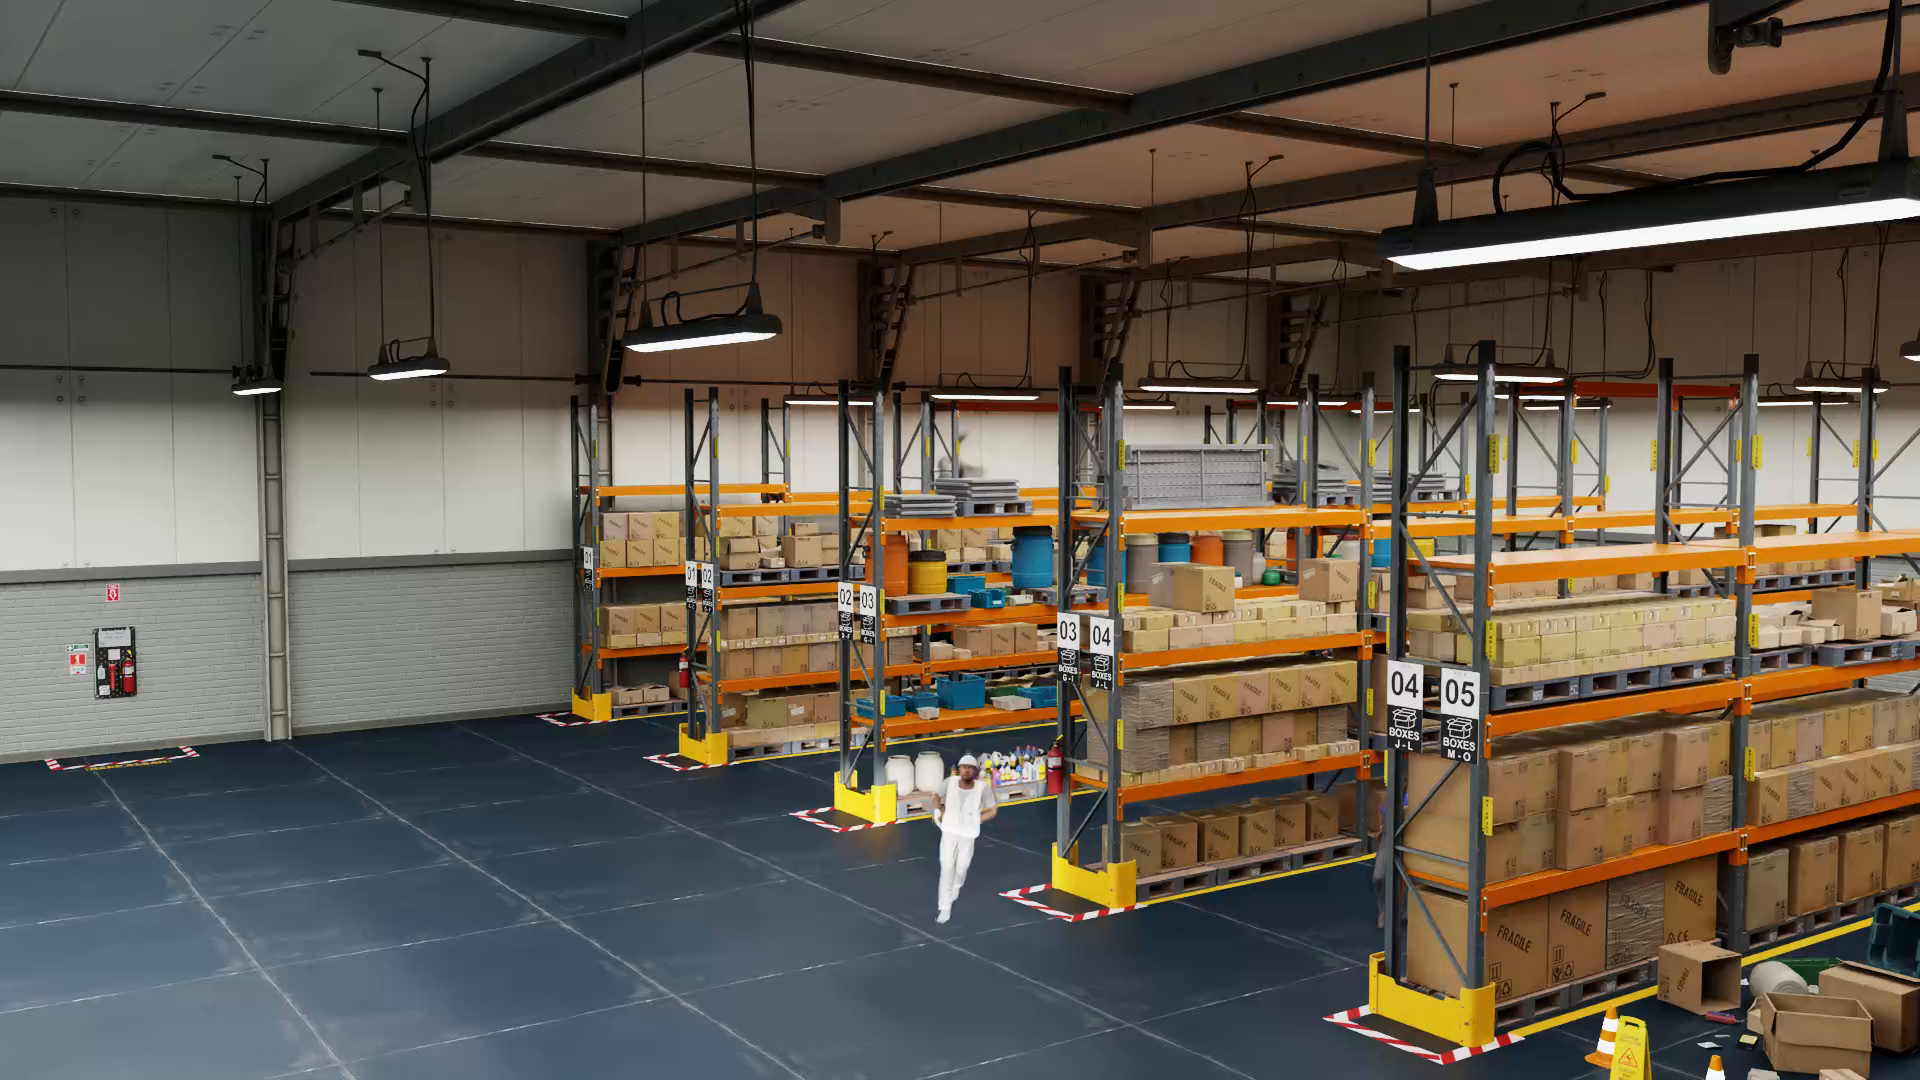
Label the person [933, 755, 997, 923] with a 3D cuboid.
[{"bbox_3d":[0.059,3.213,18.168,0.684,1.765,0.877,0,3,8],"label":"person"}]

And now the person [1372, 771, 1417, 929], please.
[{"bbox_3d":[4.627,3.284,17.637,0.543,1.701,0.713,3,4,40],"label":"person"}]
